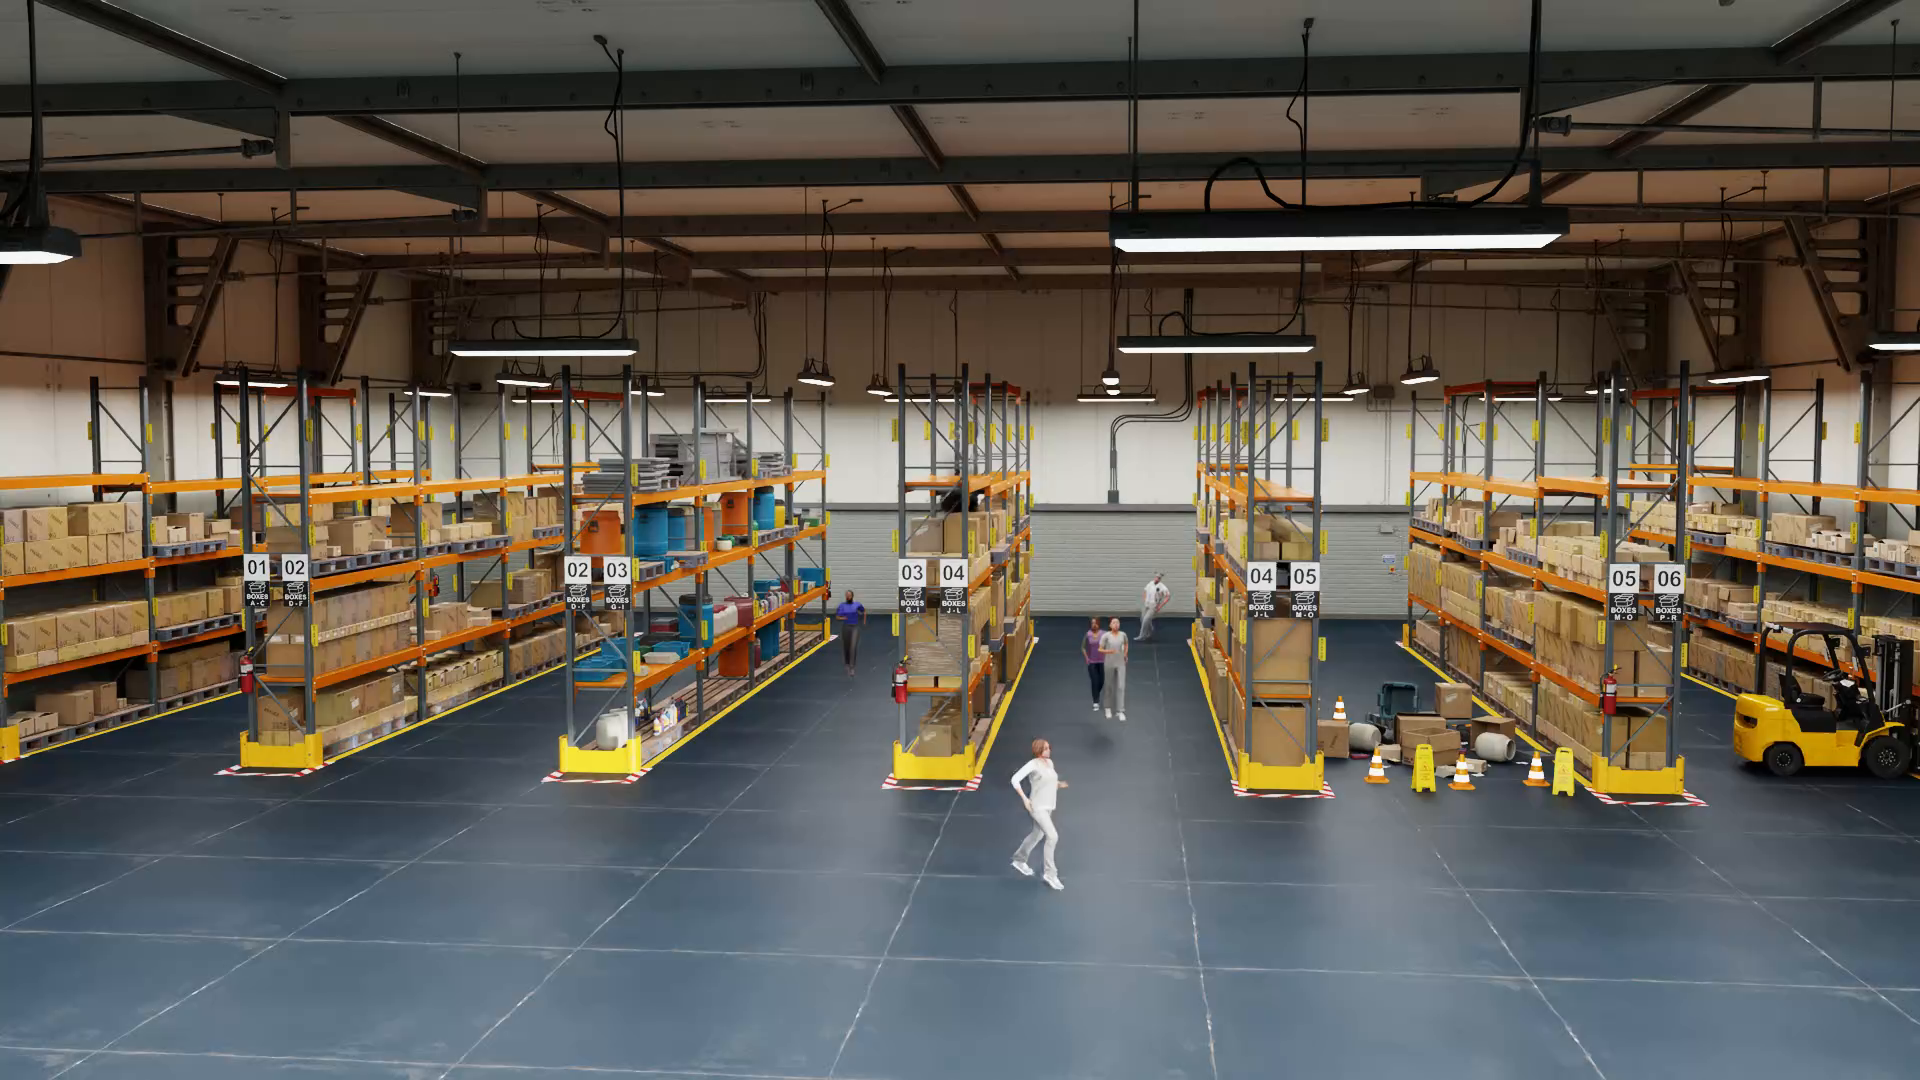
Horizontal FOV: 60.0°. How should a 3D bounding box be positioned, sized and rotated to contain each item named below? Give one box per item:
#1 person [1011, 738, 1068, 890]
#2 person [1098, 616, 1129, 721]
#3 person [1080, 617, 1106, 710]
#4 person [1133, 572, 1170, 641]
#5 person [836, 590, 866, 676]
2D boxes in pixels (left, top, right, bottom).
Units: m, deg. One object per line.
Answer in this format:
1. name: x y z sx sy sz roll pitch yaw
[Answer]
1. person: 0.878 3.023 18.448 0.737 1.619 0.510 2 4 31
2. person: 2.545 2.106 27.328 0.570 1.710 0.849 -1 4 -10
3. person: 2.332 2.108 28.487 0.536 1.579 0.465 0 4 3
4. person: 4.649 1.589 40.049 0.817 1.689 0.748 4 5 44
5. person: -2.161 1.822 32.760 0.586 1.683 0.959 0 4 3
